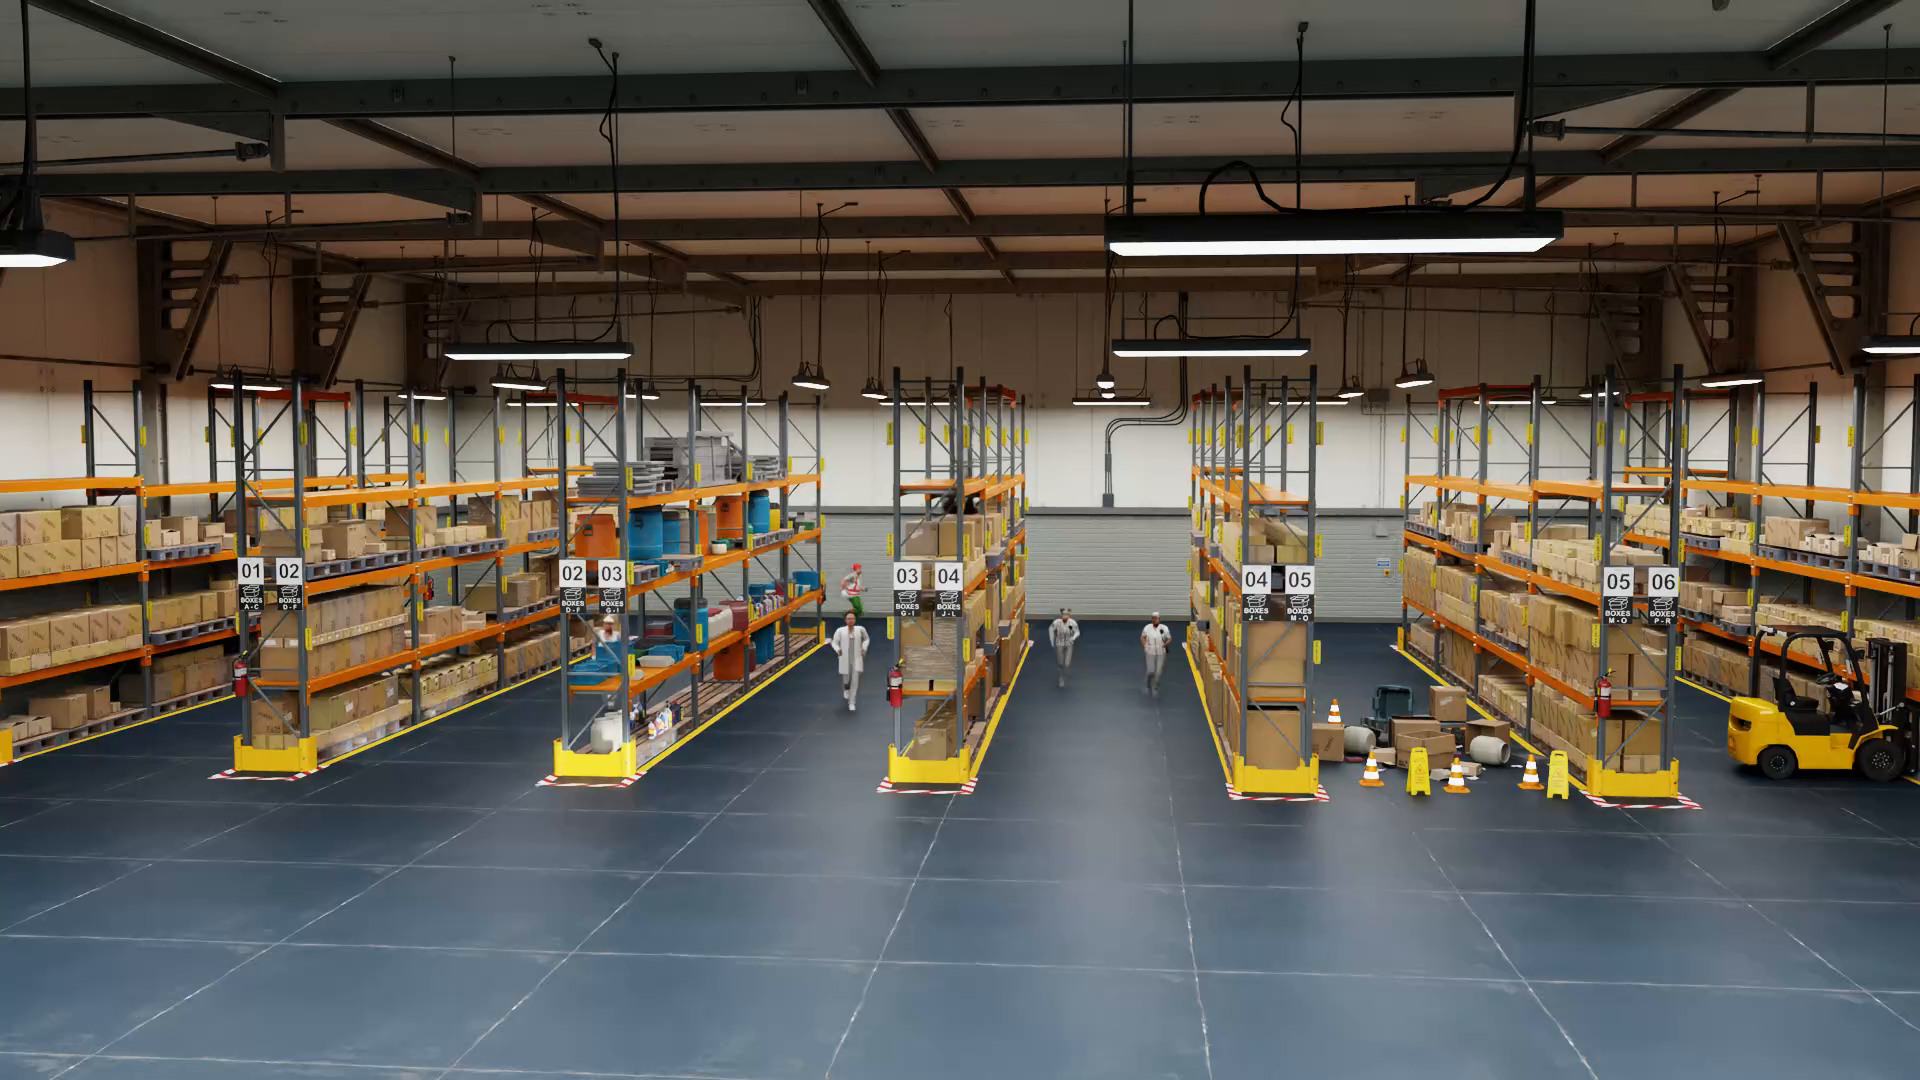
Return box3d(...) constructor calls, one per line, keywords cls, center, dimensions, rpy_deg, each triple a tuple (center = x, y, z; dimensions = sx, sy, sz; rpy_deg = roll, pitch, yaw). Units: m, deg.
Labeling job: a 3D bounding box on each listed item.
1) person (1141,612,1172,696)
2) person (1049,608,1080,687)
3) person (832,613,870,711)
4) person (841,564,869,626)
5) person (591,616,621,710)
box3d(cls="person", center=(3.770, 2.199, 31.928), dimensions=(0.586, 1.634, 0.583), rpy_deg=(0, 4, 5))
box3d(cls="person", center=(2.093, 2.143, 33.398), dimensions=(0.607, 1.615, 0.687), rpy_deg=(0, 4, -2))
box3d(cls="person", center=(-2.008, 2.225, 30.677), dimensions=(0.712, 1.764, 0.918), rpy_deg=(0, 4, -7))
box3d(cls="person", center=(-2.690, 1.475, 42.954), dimensions=(0.662, 1.728, 0.709), rpy_deg=(2, 4, 23))
box3d(cls="person", center=(-6.419, 2.252, 30.276), dimensions=(0.670, 1.732, 0.633), rpy_deg=(0, 4, -5))
